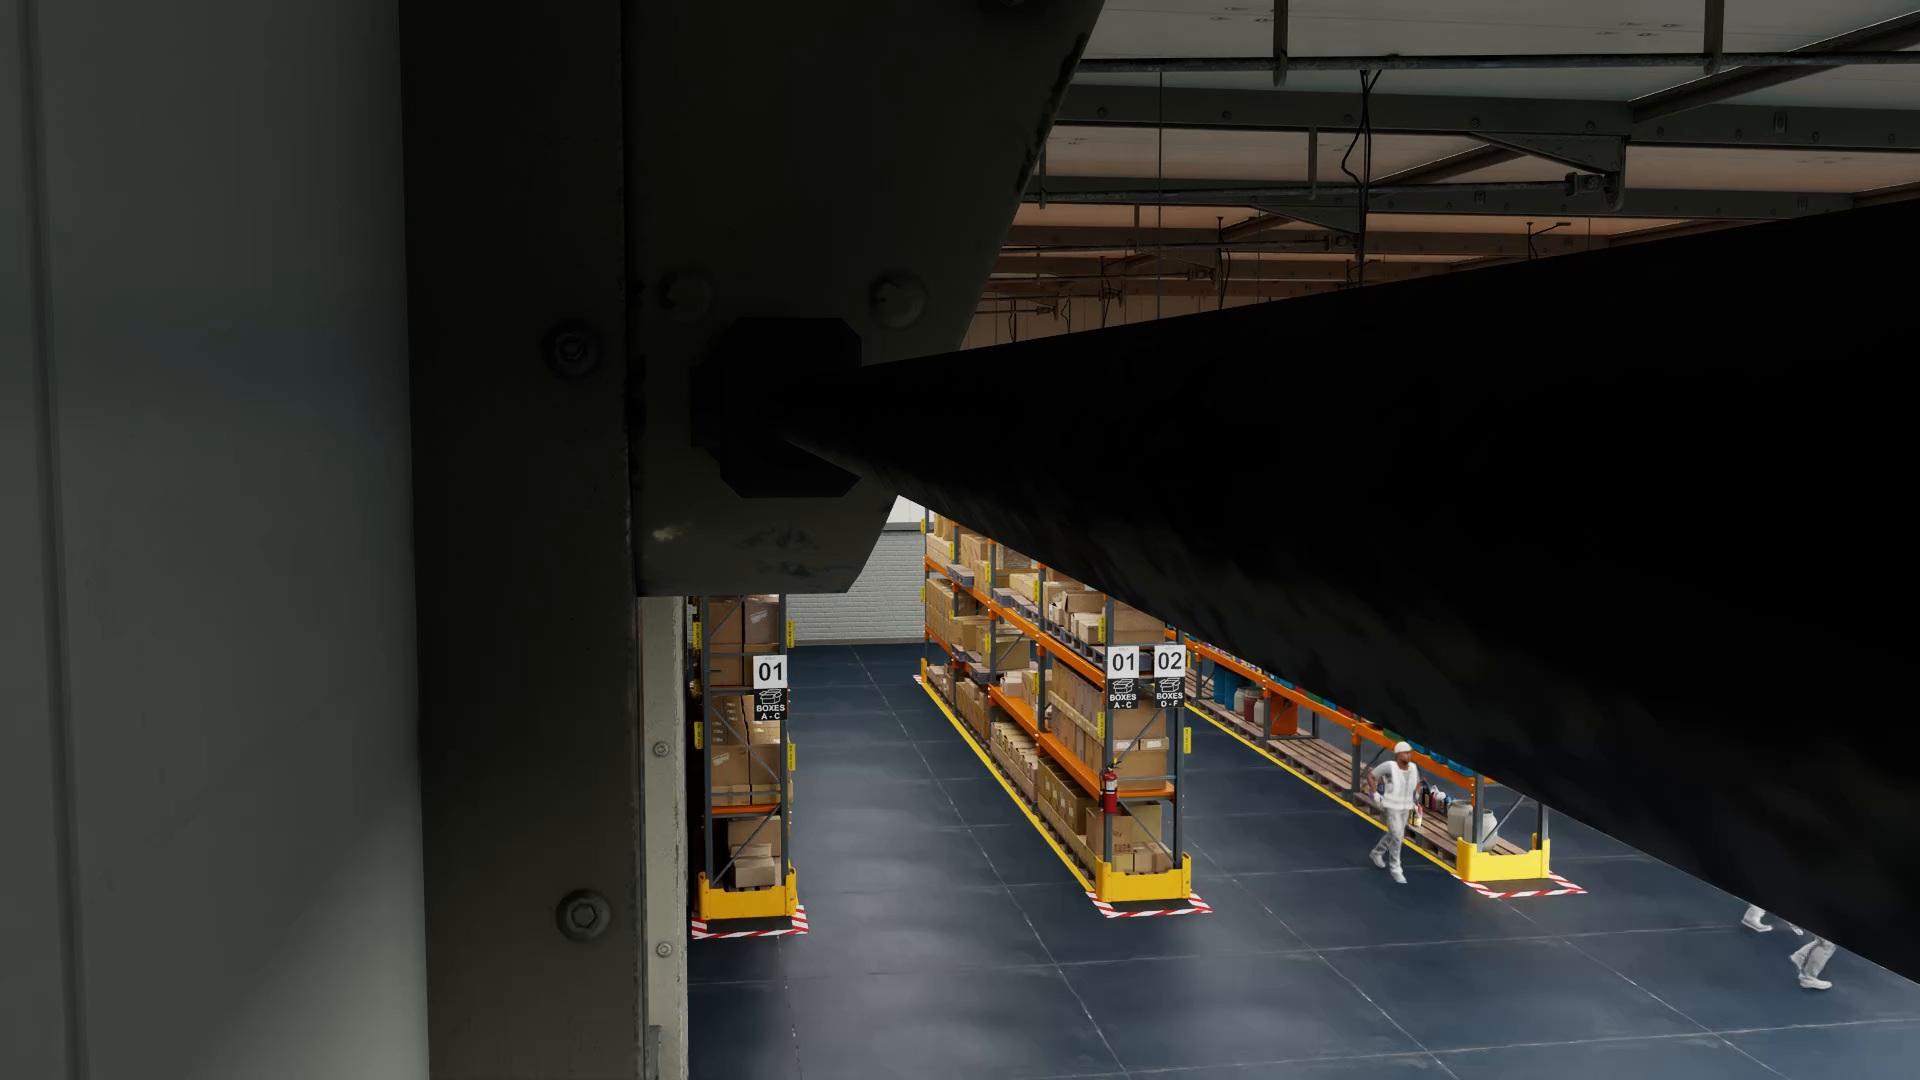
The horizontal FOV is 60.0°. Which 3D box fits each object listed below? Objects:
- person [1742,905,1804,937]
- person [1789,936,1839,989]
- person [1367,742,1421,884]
[{"bbox_3d":[9.654,3.745,19.403,0.894,1.808,0.673,3,6,28],"label":"person"},{"bbox_3d":[9.176,3.911,17.661,0.585,1.719,0.691,1,5,16],"label":"person"},{"bbox_3d":[5.736,3.548,21.878,0.694,1.834,0.827,-2,6,-25],"label":"person"}]
